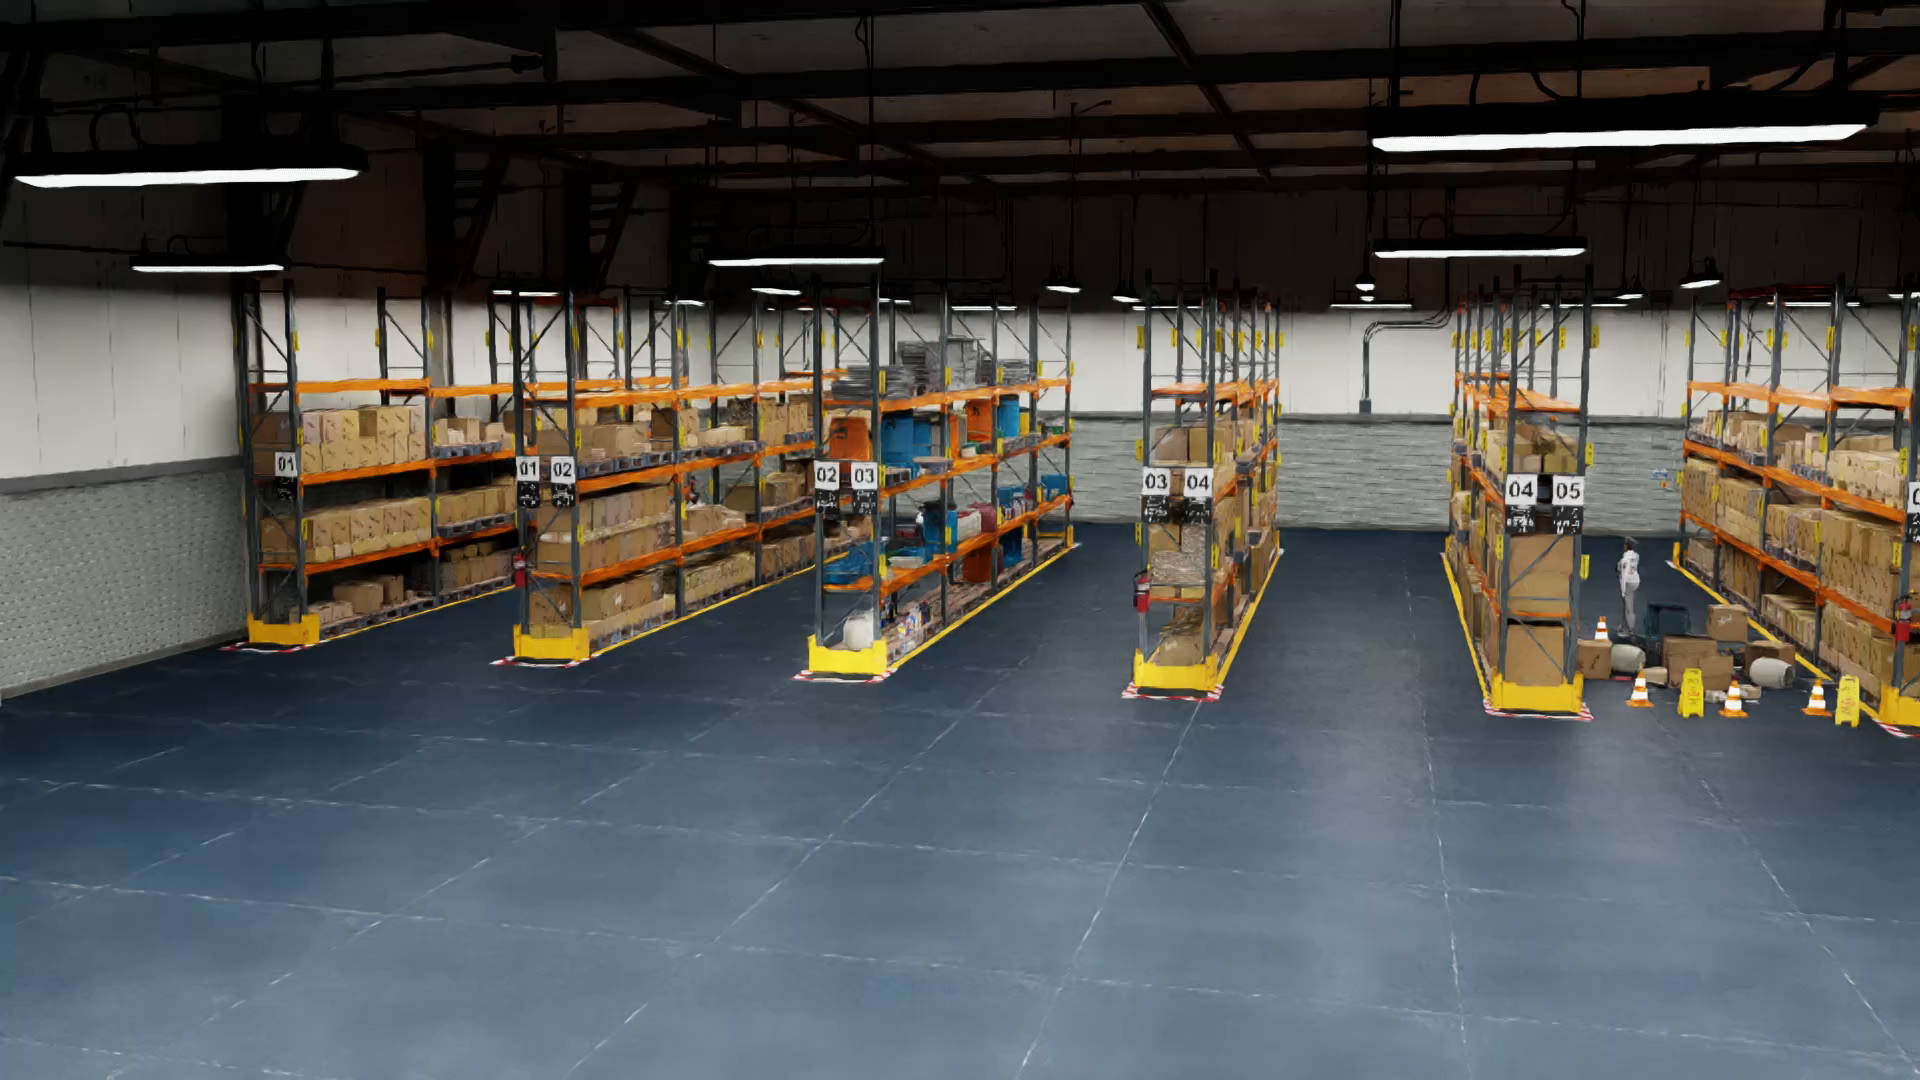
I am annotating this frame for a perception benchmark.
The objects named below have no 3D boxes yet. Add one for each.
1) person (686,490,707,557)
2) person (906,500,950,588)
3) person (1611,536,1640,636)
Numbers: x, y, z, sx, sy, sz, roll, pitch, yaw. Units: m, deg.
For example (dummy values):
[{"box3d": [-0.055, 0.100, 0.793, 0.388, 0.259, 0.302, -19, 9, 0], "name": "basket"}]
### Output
[{"box3d": [-6.007, -0.339, 37.901, 0.592, 1.629, 0.531, 2, 7, 12], "name": "person"}, {"box3d": [-0.599, 0.059, 31.777, 0.576, 1.700, 0.956, 5, 8, 34], "name": "person"}, {"box3d": [11.308, 0.781, 28.248, 0.459, 1.677, 0.525, 7, 9, 43], "name": "person"}]
